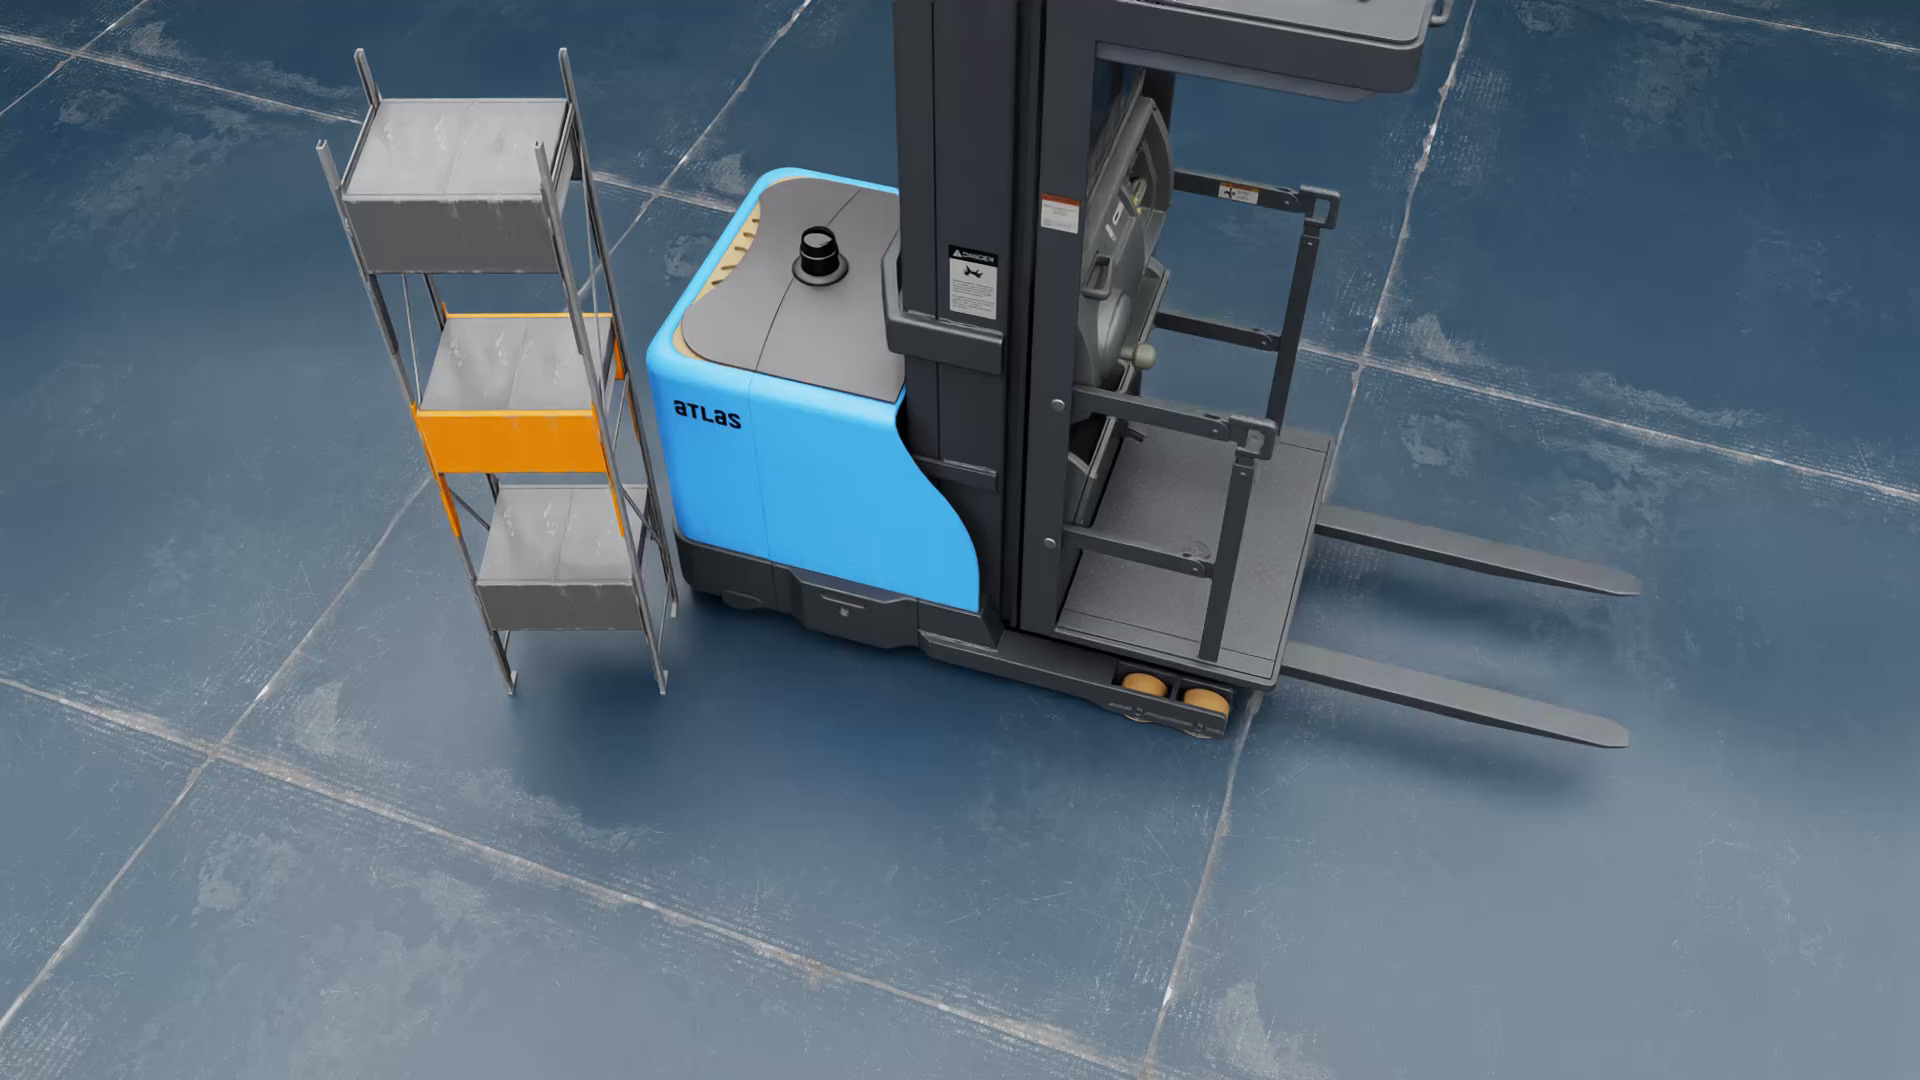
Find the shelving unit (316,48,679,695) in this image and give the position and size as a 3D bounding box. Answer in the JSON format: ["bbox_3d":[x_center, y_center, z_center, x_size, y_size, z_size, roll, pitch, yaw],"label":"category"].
[{"bbox_3d":[-1.195,-0.343,4.657,0.503,2.100,0.431,0,49,0],"label":"shelving unit"}]

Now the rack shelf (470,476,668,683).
[{"bbox_3d":[-1.195,0.125,5.197,0.480,0.518,0.431,0,49,0],"label":"rack shelf"}]

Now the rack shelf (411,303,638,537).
[{"bbox_3d":[-1.195,-0.334,4.668,0.480,0.518,0.431,0,49,0],"label":"rack shelf"}]

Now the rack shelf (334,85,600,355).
[{"bbox_3d":[-1.195,-0.792,4.139,0.480,0.518,0.431,0,49,0],"label":"rack shelf"}]

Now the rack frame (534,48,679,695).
[{"bbox_3d":[-0.951,-0.344,4.658,0.015,2.100,0.400,0,49,0],"label":"rack frame"}]

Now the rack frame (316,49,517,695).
[{"bbox_3d":[-1.439,-0.342,4.657,0.015,2.100,0.400,0,49,0],"label":"rack frame"}]

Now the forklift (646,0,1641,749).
[{"bbox_3d":[0.643,-0.793,4.498,3.031,2.935,1.130,14,50,12],"label":"forklift"}]
